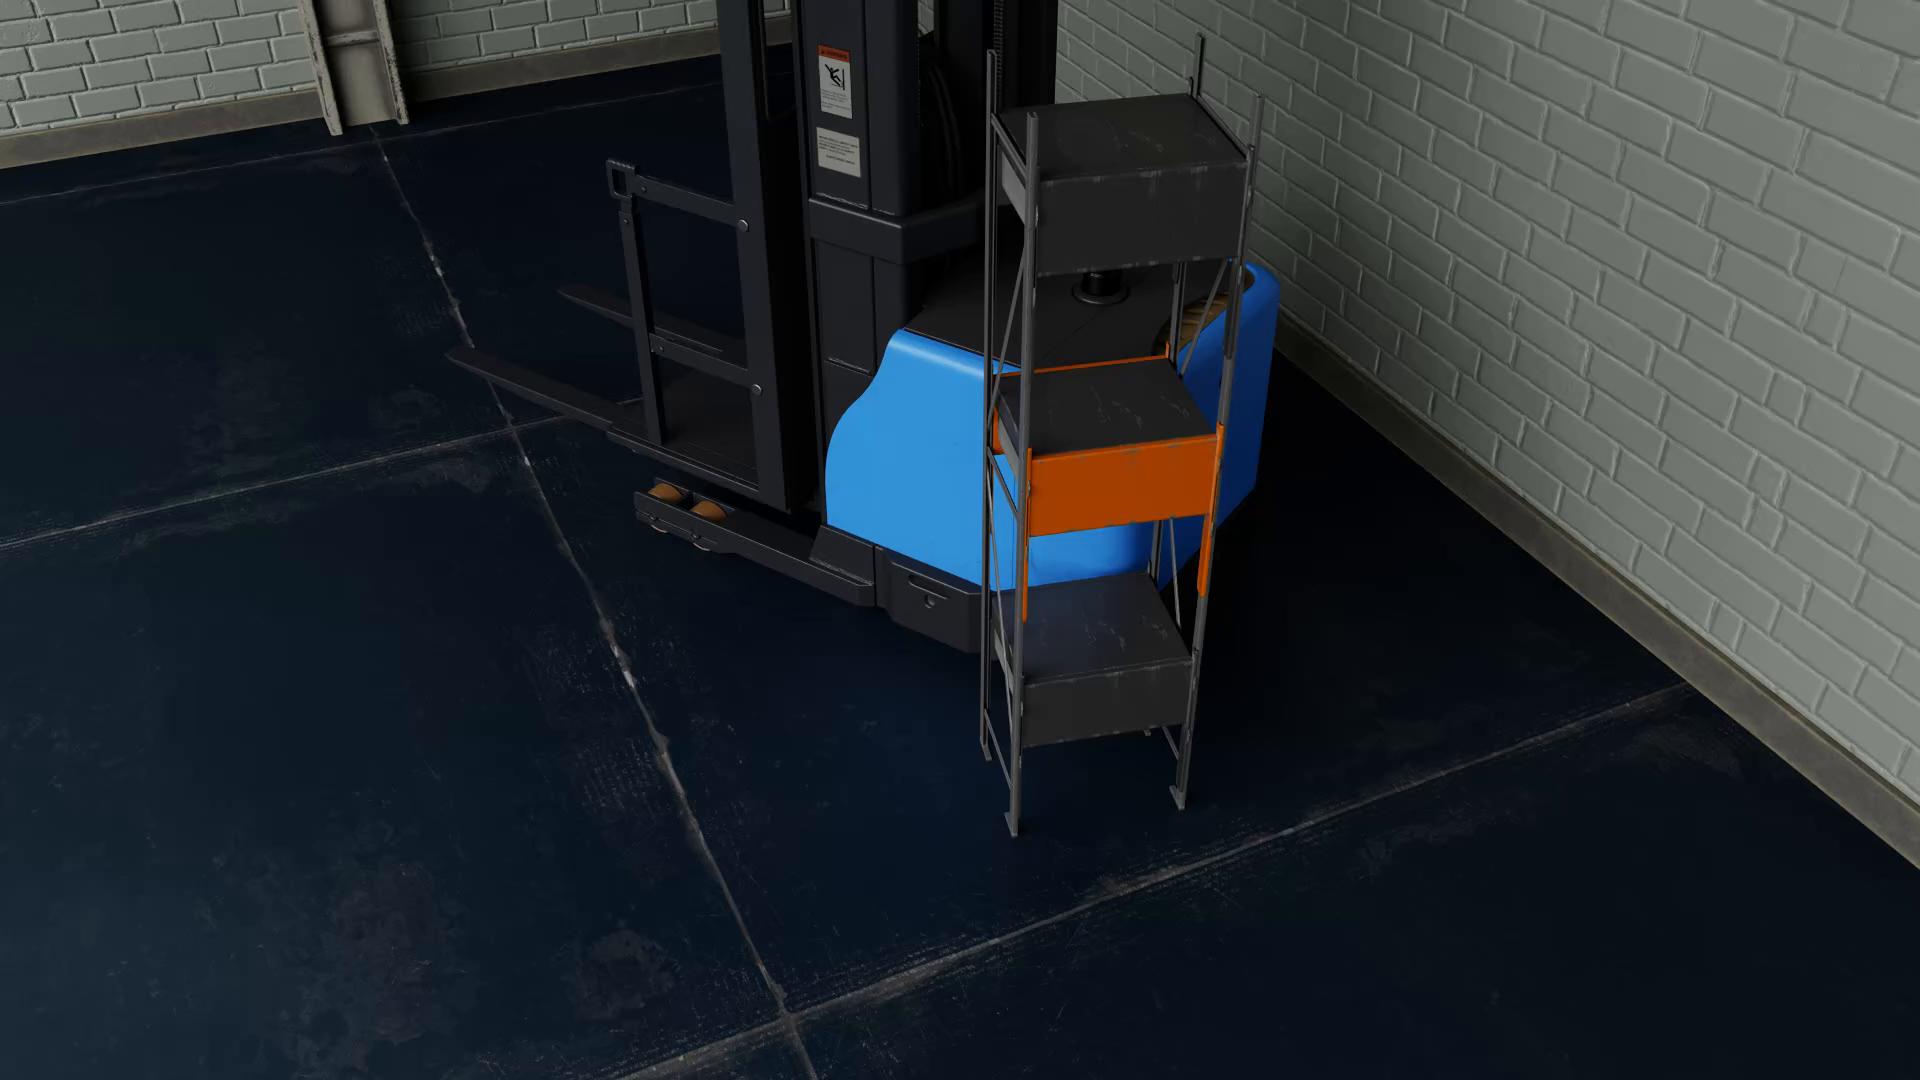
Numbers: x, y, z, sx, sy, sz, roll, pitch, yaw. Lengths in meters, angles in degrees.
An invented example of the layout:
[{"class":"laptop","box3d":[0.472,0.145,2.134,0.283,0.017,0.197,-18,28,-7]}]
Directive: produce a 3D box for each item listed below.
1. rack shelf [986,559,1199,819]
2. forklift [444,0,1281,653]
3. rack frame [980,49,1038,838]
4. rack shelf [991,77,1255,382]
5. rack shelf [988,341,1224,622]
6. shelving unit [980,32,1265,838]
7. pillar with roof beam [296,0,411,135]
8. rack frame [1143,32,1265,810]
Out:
[{"class":"rack shelf","box3d":[0.348,0.411,4.631,0.480,0.518,0.431,-8,37,-10]},{"class":"forklift","box3d":[-0.520,-1.381,5.152,3.031,2.935,1.130,21,42,26]},{"class":"rack frame","box3d":[0.110,-0.131,4.164,0.015,2.100,0.400,-8,37,-10]},{"class":"rack shelf","box3d":[0.348,-0.714,3.797,0.480,0.518,0.431,-8,37,-10]},{"class":"rack shelf","box3d":[0.348,-0.151,4.214,0.480,0.518,0.431,-8,37,-10]},{"class":"shelving unit","box3d":[0.348,-0.162,4.206,0.503,2.100,0.431,-8,37,-10]},{"class":"pillar with roof beam","box3d":[-1.287,-3.506,2.923,0.400,9.000,9.100,-16,39,-20]},{"class":"rack frame","box3d":[0.586,-0.194,4.249,0.015,2.100,0.400,-8,37,-10]}]
